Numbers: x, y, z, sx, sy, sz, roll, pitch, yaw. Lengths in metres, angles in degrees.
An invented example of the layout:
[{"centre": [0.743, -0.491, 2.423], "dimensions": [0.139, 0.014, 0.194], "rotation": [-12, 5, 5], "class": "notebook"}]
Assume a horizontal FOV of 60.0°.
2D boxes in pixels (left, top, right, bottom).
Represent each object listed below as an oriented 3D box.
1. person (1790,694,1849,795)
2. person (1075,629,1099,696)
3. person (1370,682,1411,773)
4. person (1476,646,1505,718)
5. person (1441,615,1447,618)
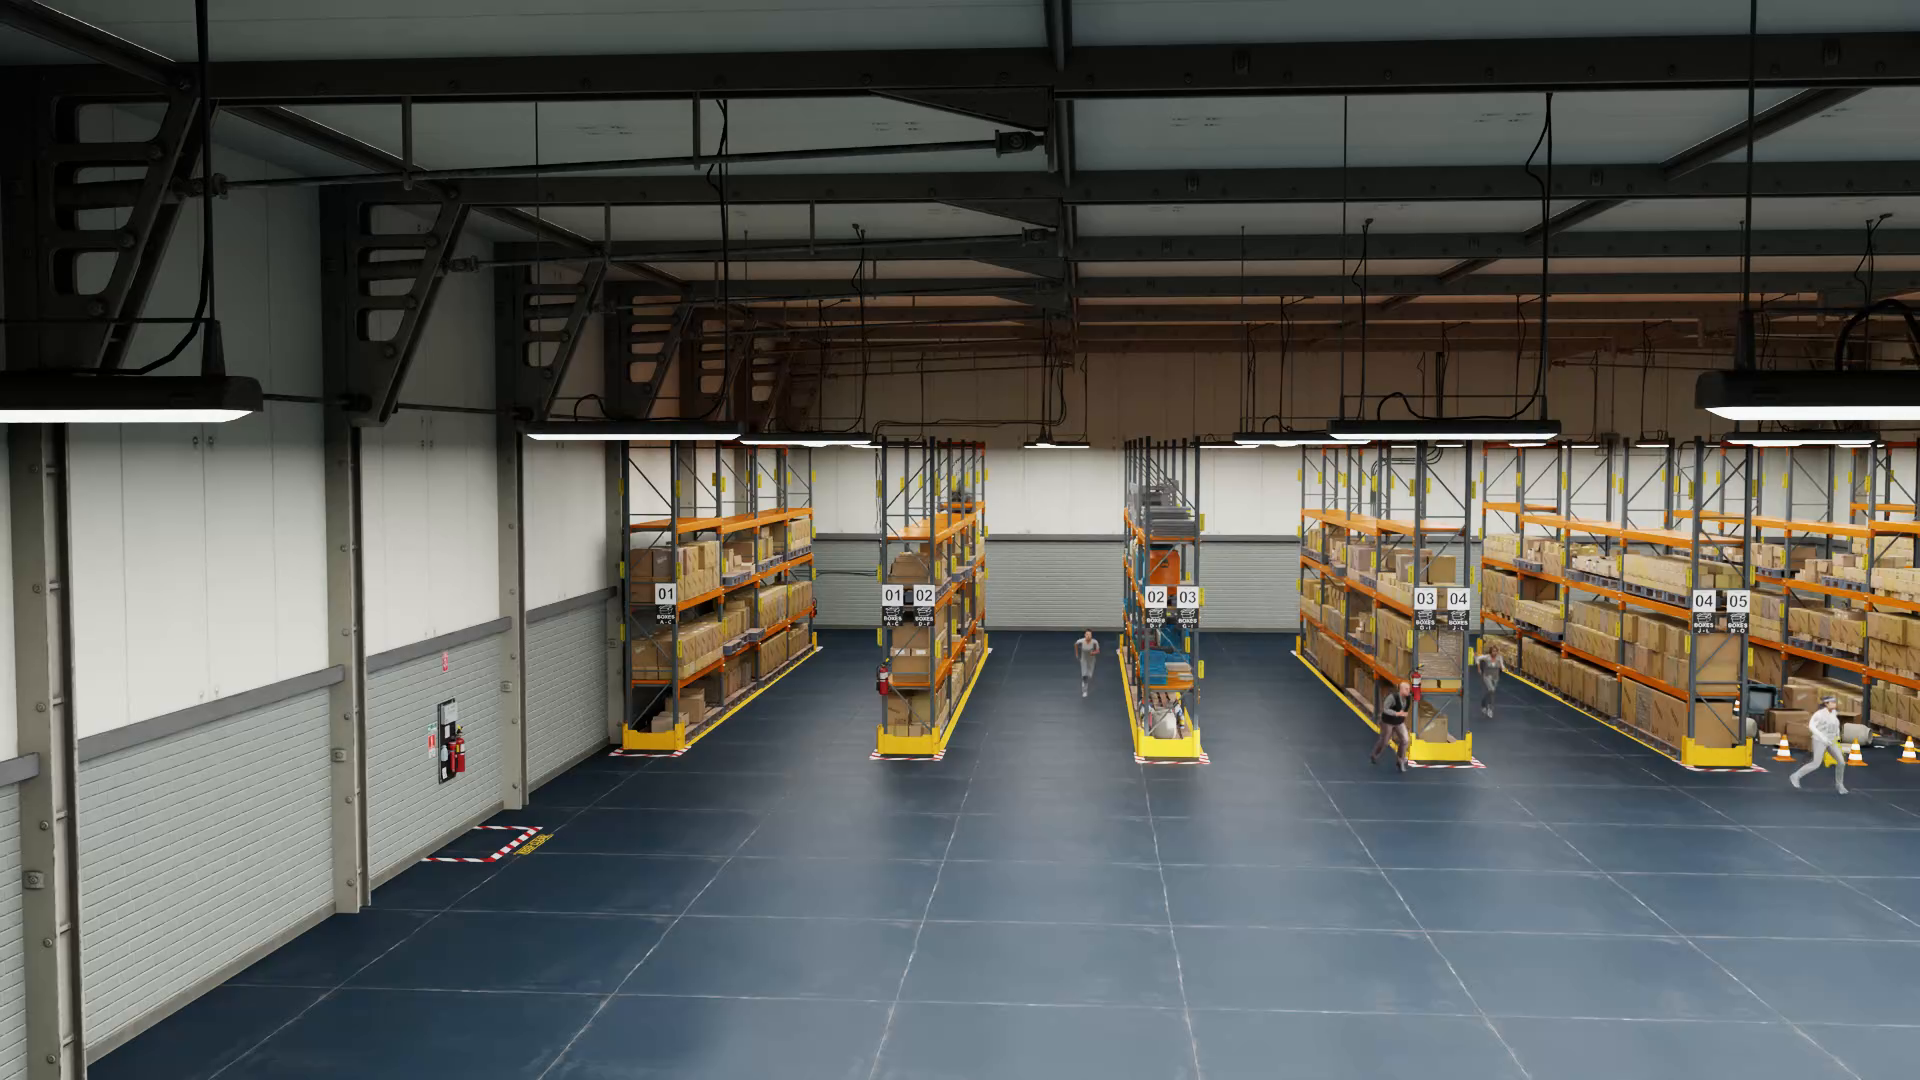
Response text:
[{"centre": [14.491, 3.422, 27.932], "dimensions": [0.841, 1.676, 0.713], "rotation": [-1, 3, -25], "class": "person"}, {"centre": [2.956, 2.861, 38.689], "dimensions": [0.552, 1.594, 0.695], "rotation": [0, 3, -2], "class": "person"}, {"centre": [7.756, 3.337, 29.860], "dimensions": [0.701, 1.673, 0.994], "rotation": [-1, 3, -26], "class": "person"}, {"centre": [11.391, 3.025, 35.743], "dimensions": [0.530, 1.563, 0.859], "rotation": [0, 3, -6], "class": "person"}, {"centre": [13.568, 2.411, 46.418], "dimensions": [0.686, 1.703, 0.723], "rotation": [0, 3, 6], "class": "person"}]
